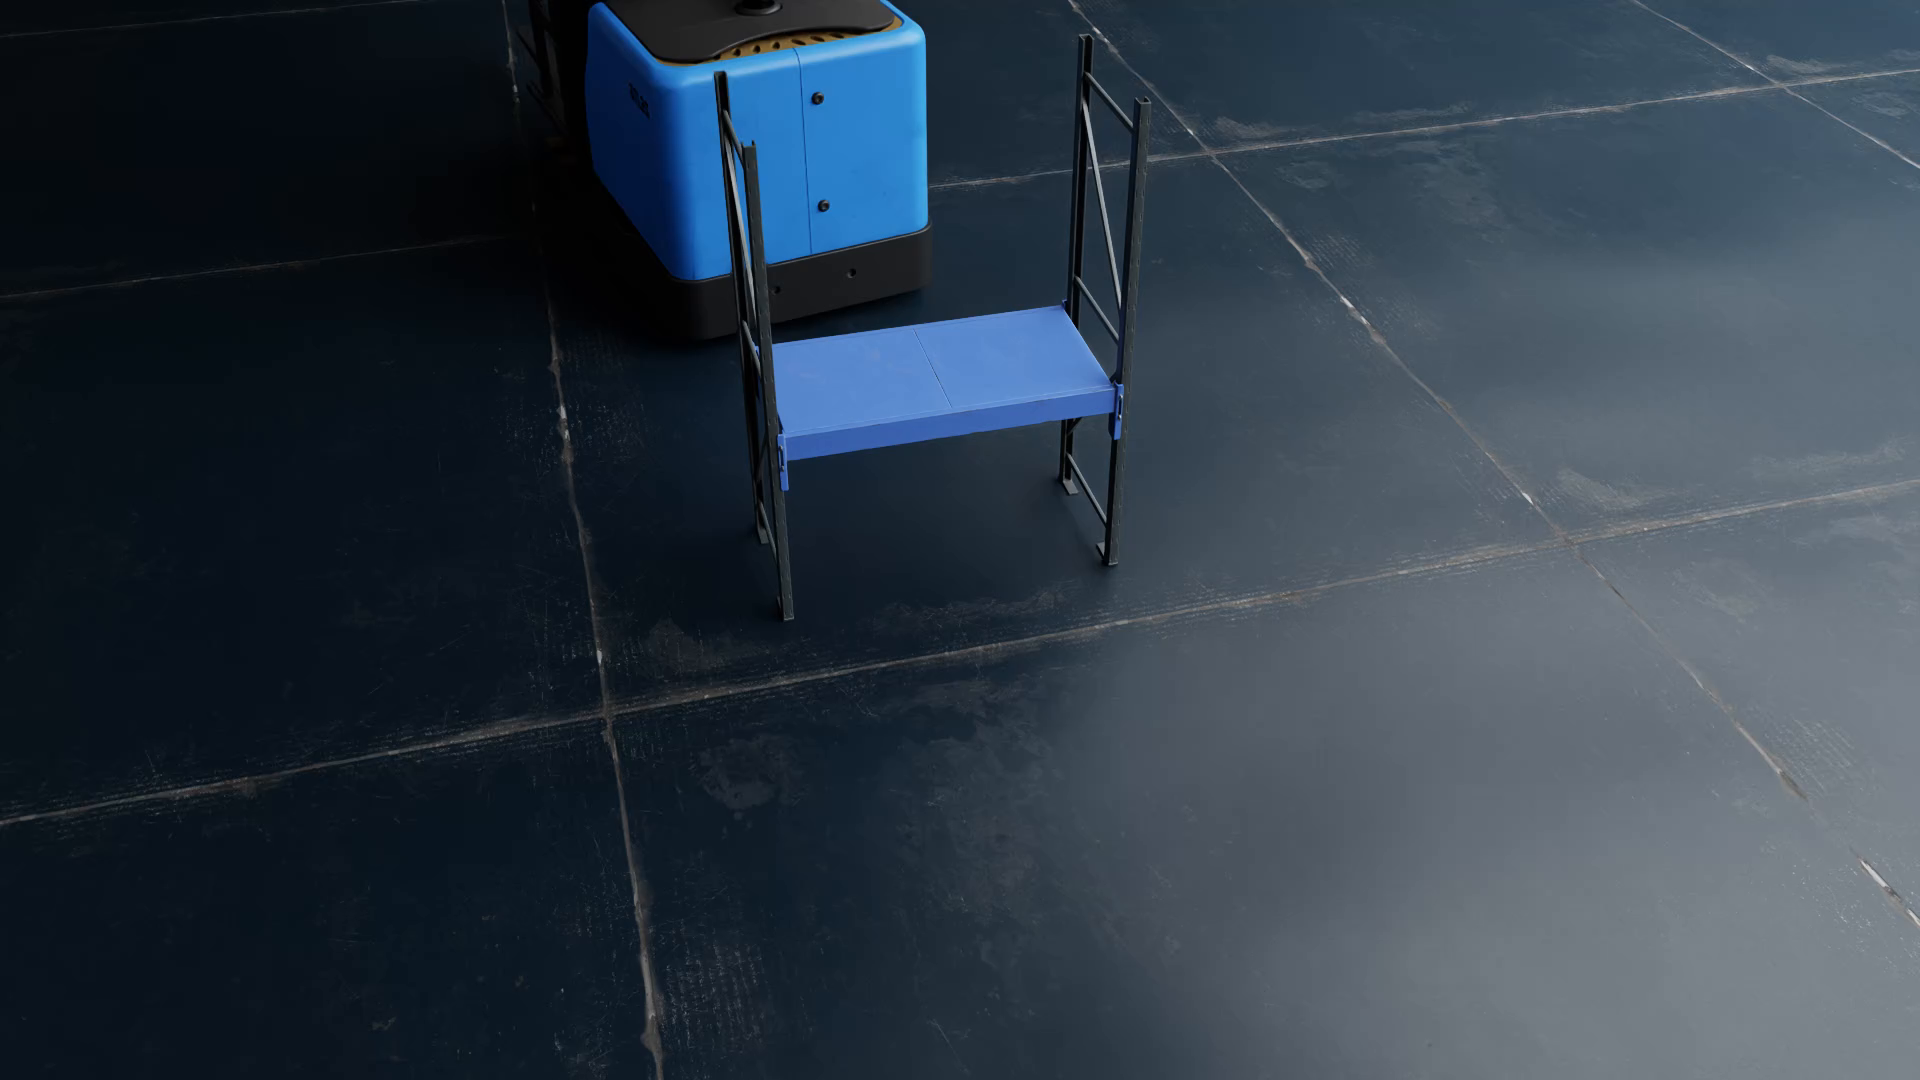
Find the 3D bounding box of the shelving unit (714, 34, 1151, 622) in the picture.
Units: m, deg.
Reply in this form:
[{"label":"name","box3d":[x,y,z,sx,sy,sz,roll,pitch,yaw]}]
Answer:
[{"label":"shelving unit","box3d":[-0.082,-0.582,4.777,1.048,1.500,0.538,-9,38,-12]}]

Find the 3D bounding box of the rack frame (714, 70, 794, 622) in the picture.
[{"label":"rack frame","box3d":[-0.573,-0.502,4.671,0.032,1.500,0.500,-9,38,-12]}]

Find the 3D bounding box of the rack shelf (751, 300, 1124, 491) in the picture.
[{"label":"rack shelf","box3d":[-0.082,-0.439,4.886,1.000,0.185,0.538,-9,38,-12]}]

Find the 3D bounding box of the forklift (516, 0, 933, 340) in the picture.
[{"label":"forklift","box3d":[-1.210,-2.780,6.472,1.130,2.935,3.031,-17,40,-21]}]

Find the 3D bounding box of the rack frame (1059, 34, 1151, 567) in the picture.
[{"label":"rack frame","box3d":[0.408,-0.663,4.882,0.032,1.500,0.500,-9,38,-12]}]
